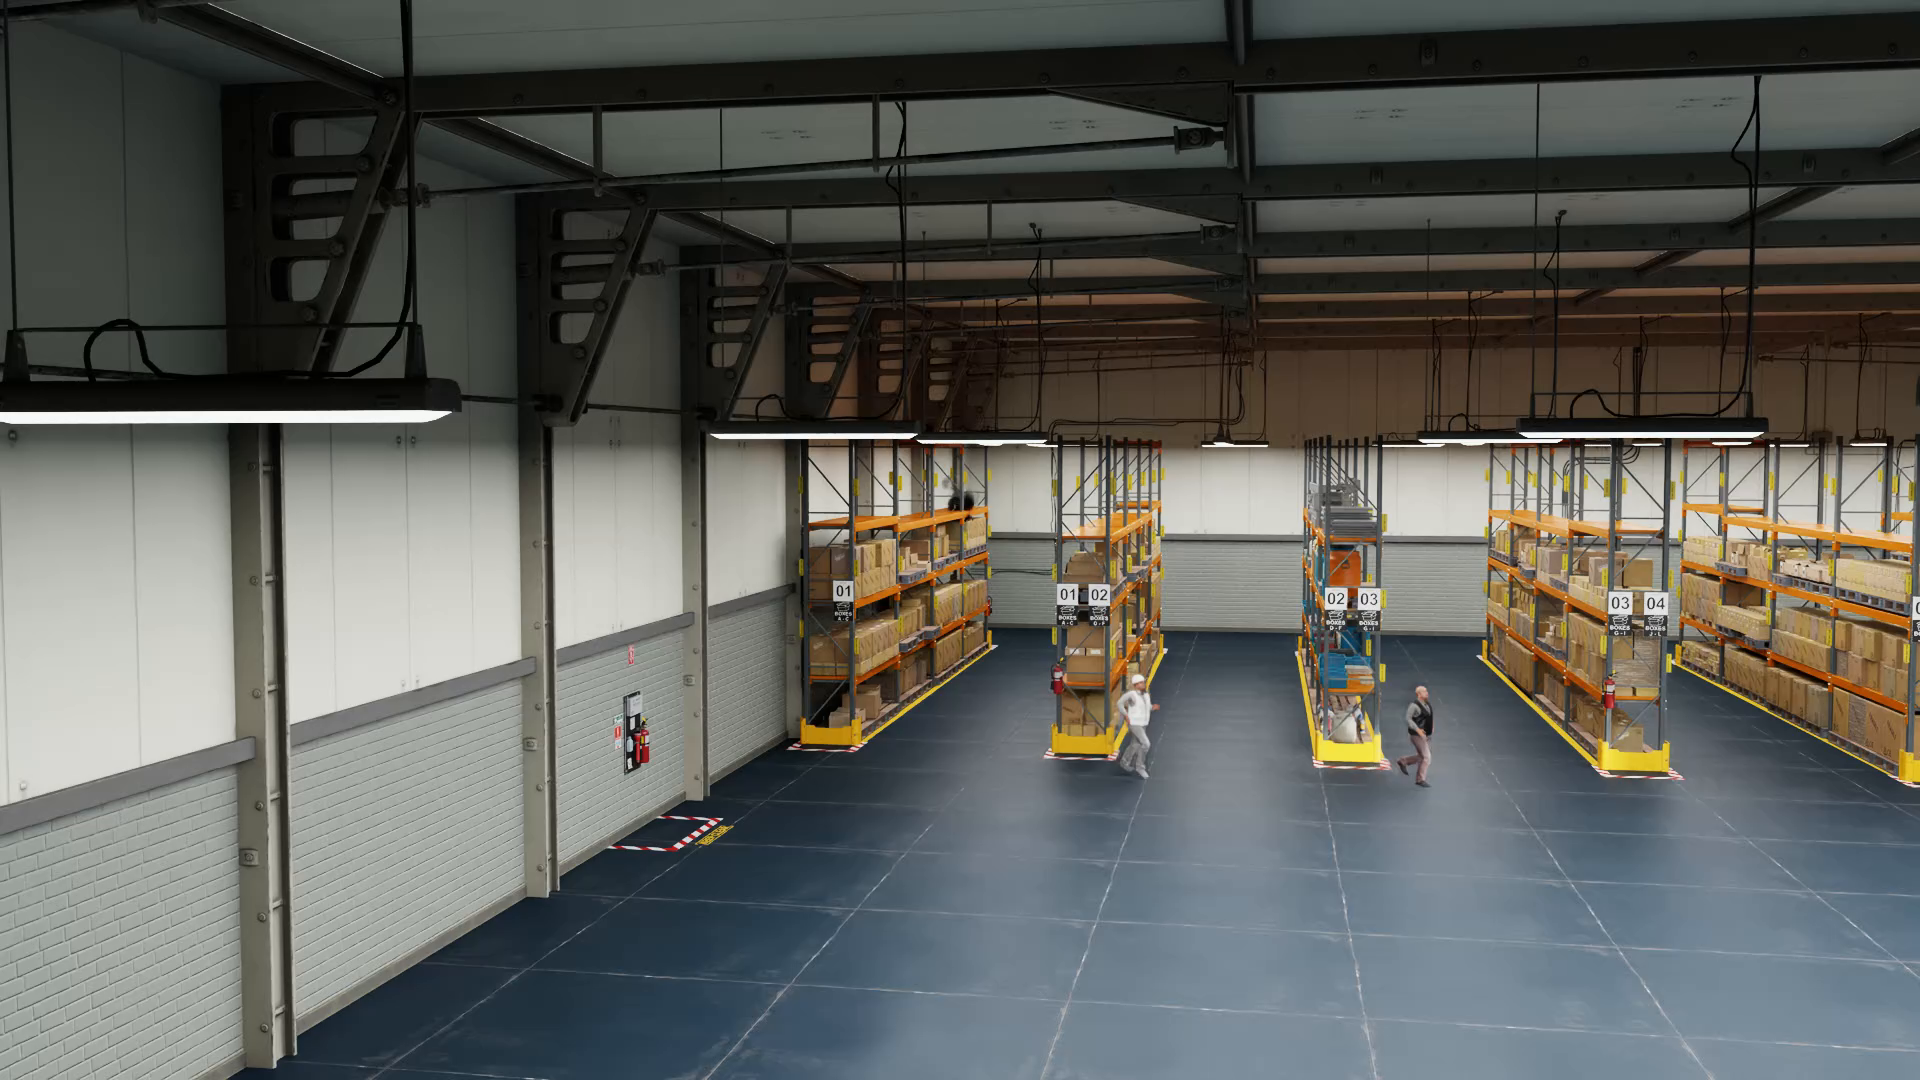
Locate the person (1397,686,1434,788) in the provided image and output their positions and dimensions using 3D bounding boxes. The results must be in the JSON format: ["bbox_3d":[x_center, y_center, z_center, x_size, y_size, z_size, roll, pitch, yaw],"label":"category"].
[{"bbox_3d":[7.791,3.344,28.461,0.690,1.723,0.669,3,4,45],"label":"person"}]

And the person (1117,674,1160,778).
[{"bbox_3d":[3.132,3.257,29.234,0.782,1.816,0.653,3,4,41],"label":"person"}]

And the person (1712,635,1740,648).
[{"bbox_3d":[20.838,2.418,45.365,0.747,1.708,1.003,-3,4,-45],"label":"person"}]
